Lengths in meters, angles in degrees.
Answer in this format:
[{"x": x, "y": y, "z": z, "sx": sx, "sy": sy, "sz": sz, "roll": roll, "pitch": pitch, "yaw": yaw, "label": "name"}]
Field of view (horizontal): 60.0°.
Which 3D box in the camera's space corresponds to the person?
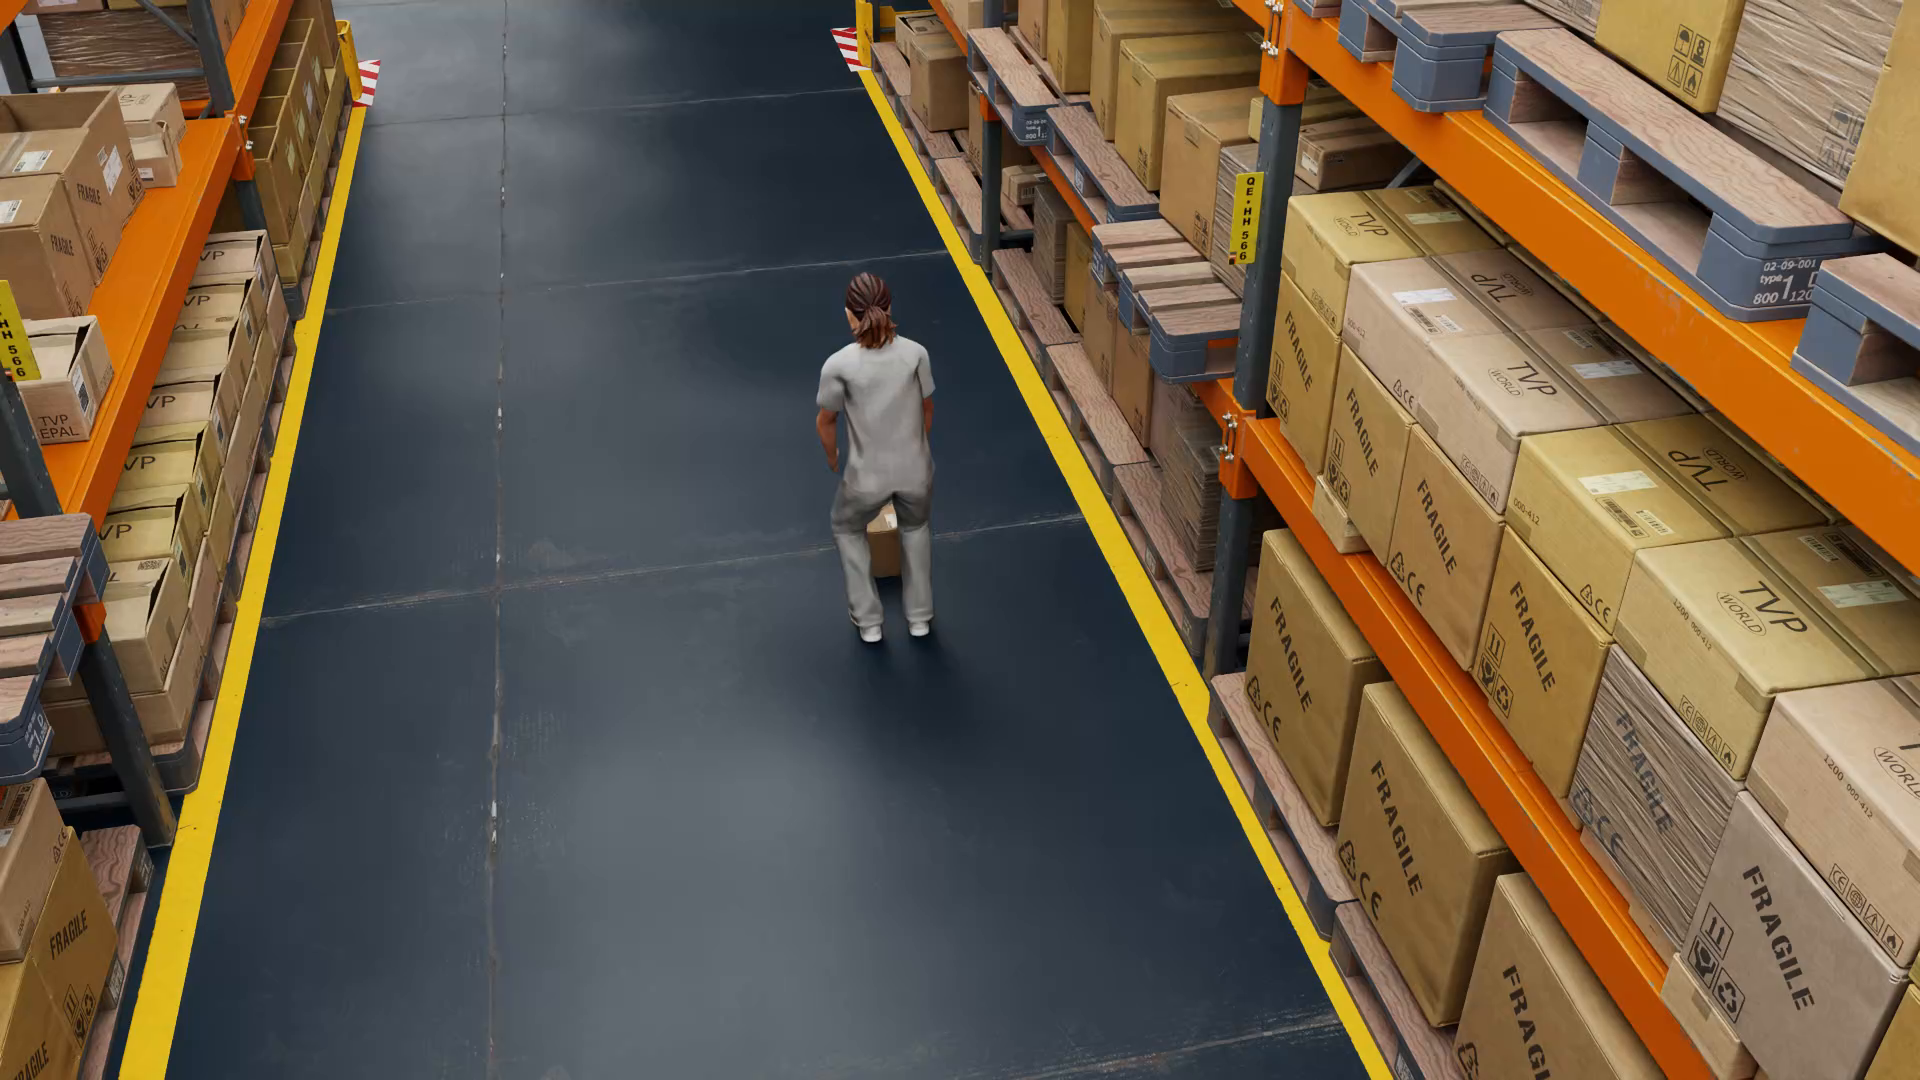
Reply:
[{"x": -0.328, "y": -0.294, "z": 6.672, "sx": 0.475, "sy": 1.573, "sz": 0.467, "roll": -7, "pitch": 35, "yaw": -10, "label": "person"}]
